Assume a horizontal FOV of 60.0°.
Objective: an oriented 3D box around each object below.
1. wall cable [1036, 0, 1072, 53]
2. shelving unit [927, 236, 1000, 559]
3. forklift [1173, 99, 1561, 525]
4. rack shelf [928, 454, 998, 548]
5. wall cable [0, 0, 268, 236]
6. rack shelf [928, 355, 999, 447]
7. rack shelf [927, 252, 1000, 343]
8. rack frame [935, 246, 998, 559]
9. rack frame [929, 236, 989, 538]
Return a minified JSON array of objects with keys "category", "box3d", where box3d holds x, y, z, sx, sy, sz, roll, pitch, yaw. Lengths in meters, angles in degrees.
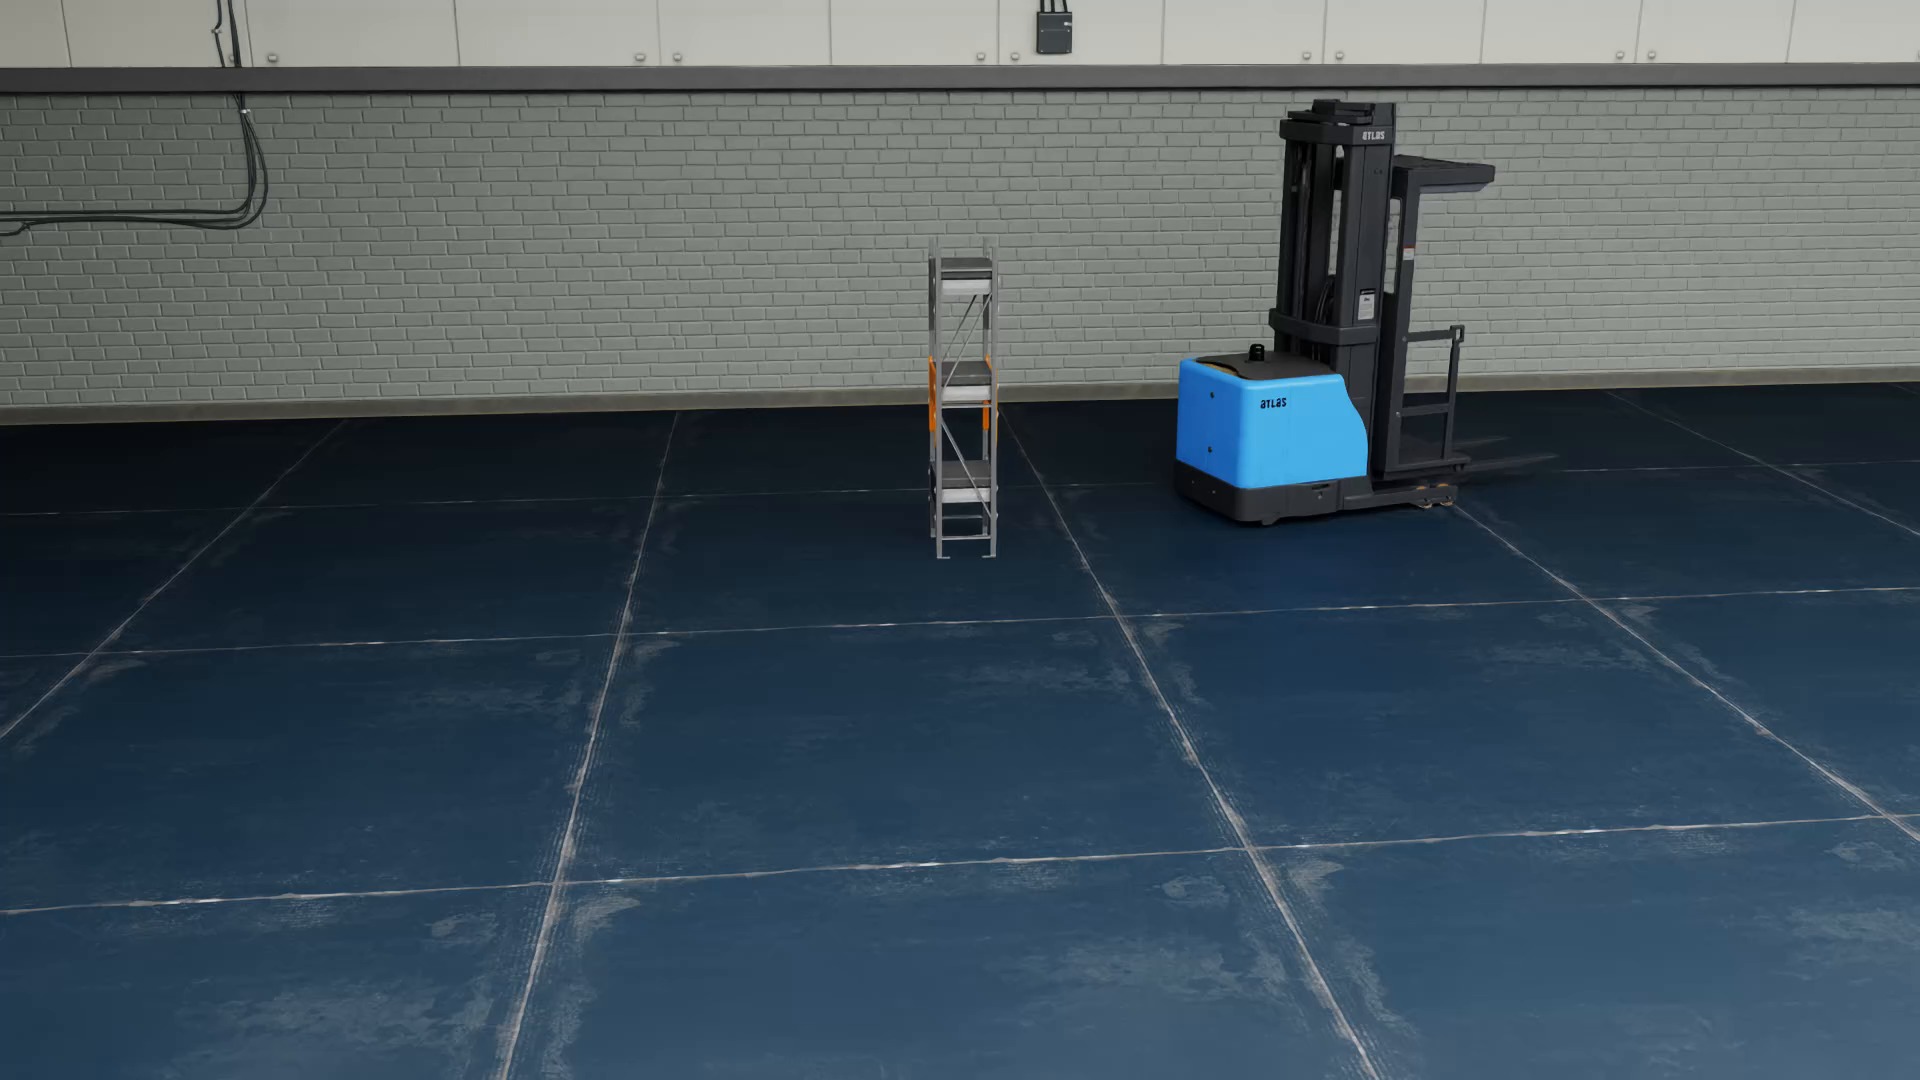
[{"category":"wall cable","box3d":[1.841,-7.260,14.102,2.305,6.003,0.169,-2,18,-6]},{"category":"shelving unit","box3d":[0.017,-0.952,11.205,0.431,2.100,0.503,-2,18,-6]},{"category":"forklift","box3d":[3.190,-1.769,12.419,3.031,2.935,1.130,-7,19,-21]},{"category":"rack shelf","box3d":[0.017,-0.272,11.419,0.431,0.518,0.480,-2,18,-6]},{"category":"wall cable","box3d":[-7.604,-3.868,14.157,3.097,2.526,0.112,-2,18,-6]},{"category":"rack shelf","box3d":[0.017,-0.939,11.210,0.431,0.518,0.480,-2,18,-6]},{"category":"rack shelf","box3d":[0.017,-1.607,11.000,0.431,0.518,0.480,-2,18,-6]},{"category":"rack frame","box3d":[0.042,-0.880,10.974,0.400,2.100,0.015,-2,18,-6]},{"category":"rack frame","box3d":[-0.008,-1.025,11.437,0.400,2.100,0.015,-2,18,-6]}]
